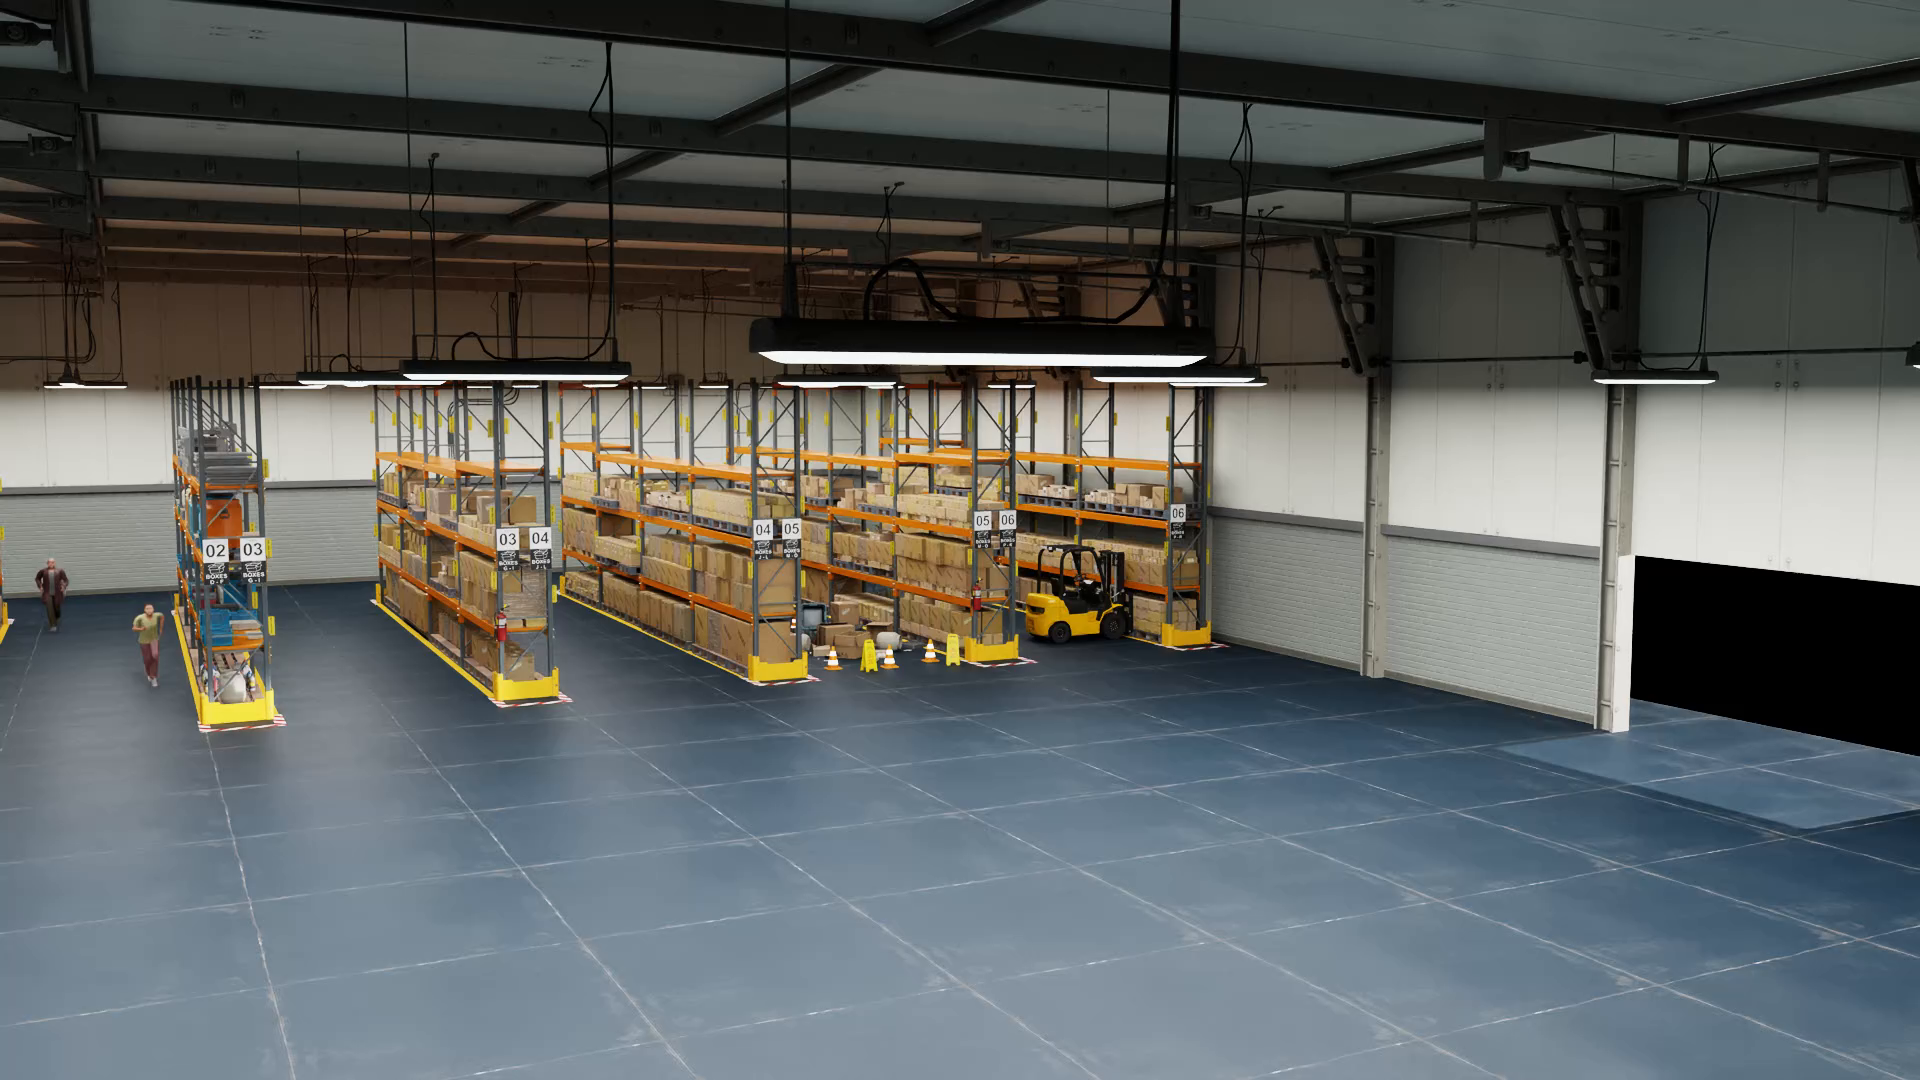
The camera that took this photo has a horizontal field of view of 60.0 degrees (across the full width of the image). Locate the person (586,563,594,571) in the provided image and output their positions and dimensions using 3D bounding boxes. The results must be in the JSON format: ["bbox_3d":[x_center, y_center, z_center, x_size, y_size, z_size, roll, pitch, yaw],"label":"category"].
[{"bbox_3d":[-10.776,0.531,48.922,0.621,1.687,0.730,0,5,-3],"label":"person"}]

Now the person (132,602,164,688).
[{"bbox_3d":[-15.862,2.021,32.523,0.574,1.665,0.911,-3,6,-26],"label":"person"}]

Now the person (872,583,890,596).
[{"bbox_3d":[-2.198,0.734,46.341,0.676,1.824,0.772,-3,6,-34],"label":"person"}]

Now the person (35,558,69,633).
[{"bbox_3d":[-21.824,1.308,39.979,0.711,1.765,0.880,-3,6,-26],"label":"person"}]
